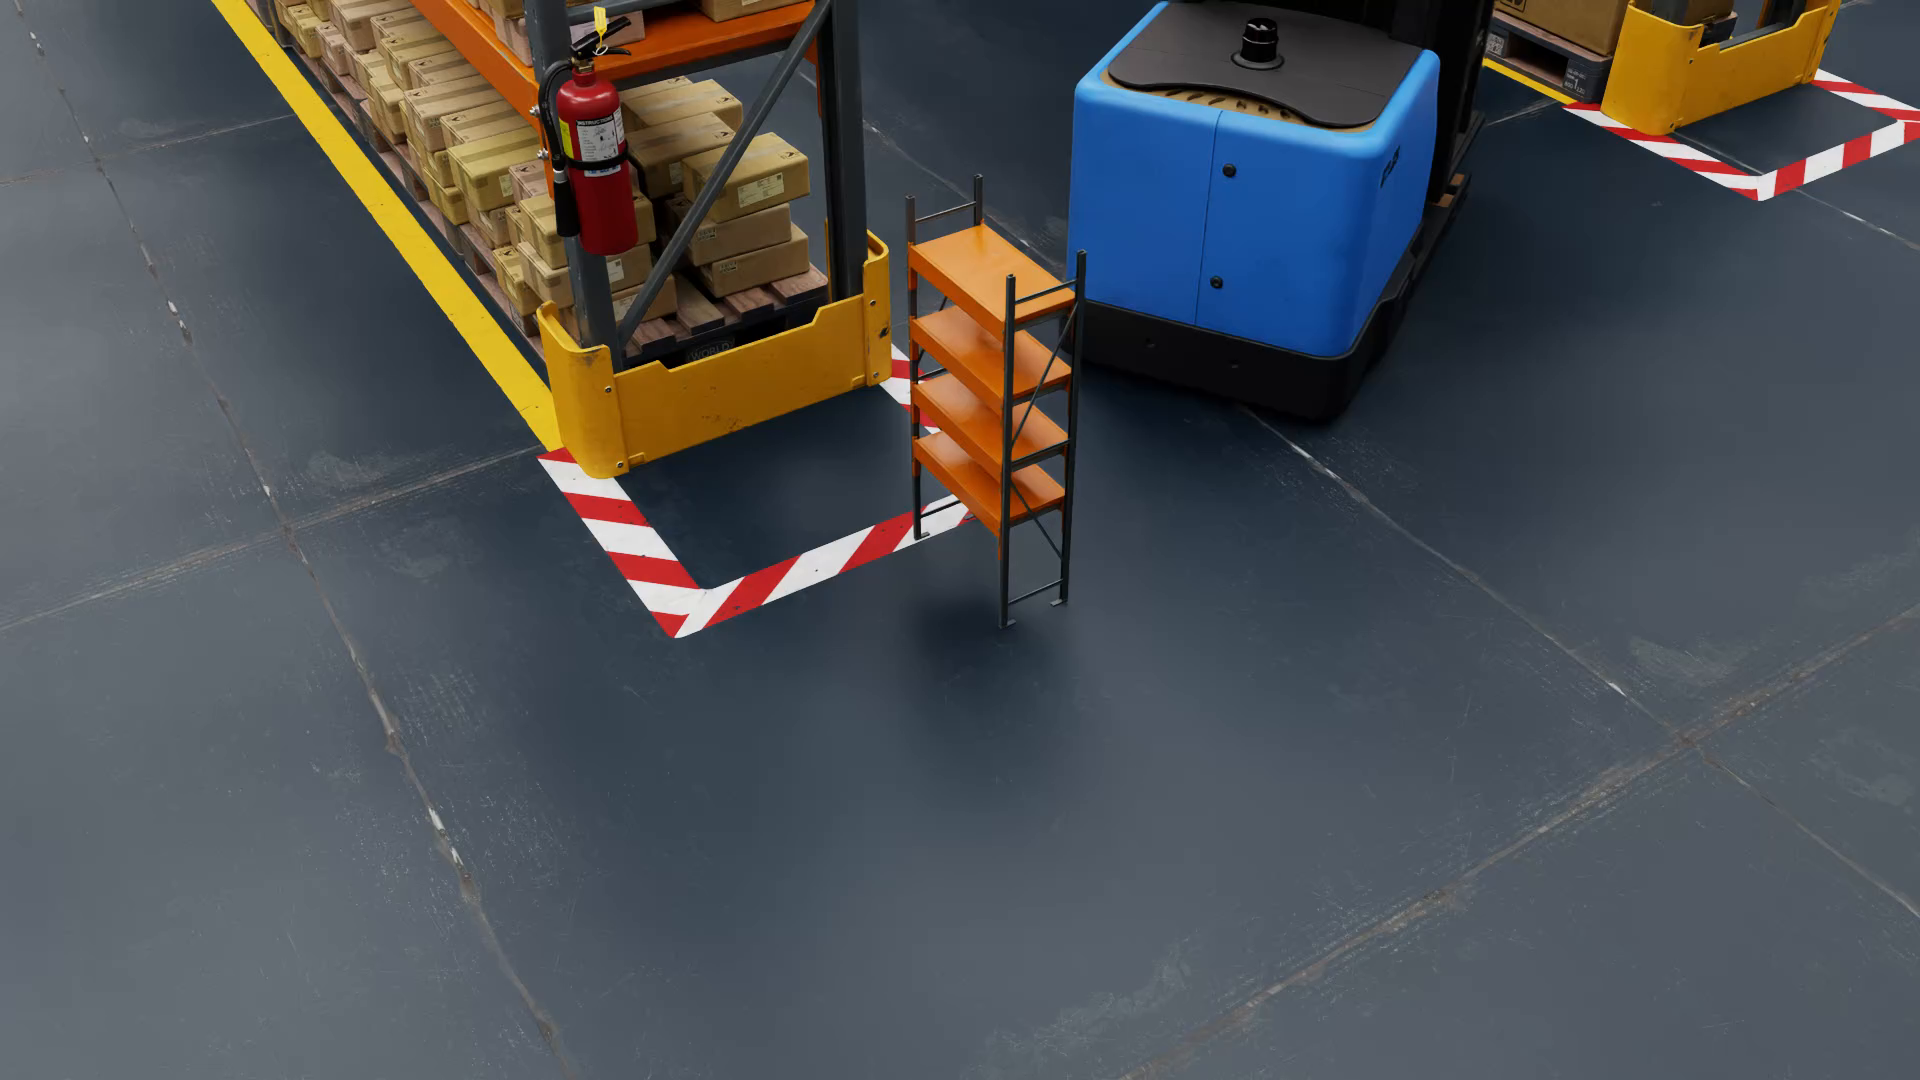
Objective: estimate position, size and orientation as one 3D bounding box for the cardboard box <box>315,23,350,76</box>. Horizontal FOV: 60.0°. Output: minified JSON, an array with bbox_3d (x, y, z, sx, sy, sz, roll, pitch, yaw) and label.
[{"bbox_3d":[-2.668,-2.247,7.503,0.380,0.149,0.250,-22,45,-25],"label":"cardboard box"}]

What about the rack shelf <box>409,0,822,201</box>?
[{"bbox_3d":[-1.838,-2.393,6.340,1.077,0.370,4.000,-22,45,-24],"label":"rack shelf"}]

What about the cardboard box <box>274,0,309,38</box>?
[{"bbox_3d":[-2.988,-2.507,7.815,0.380,0.149,0.250,-24,46,-26],"label":"cardboard box"}]

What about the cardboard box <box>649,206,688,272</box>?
[{"bbox_3d":[-0.984,-1.162,6.200,0.380,0.149,0.250,-22,45,-25],"label":"cardboard box"}]

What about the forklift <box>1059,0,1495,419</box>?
[{"bbox_3d":[1.453,-2.476,5.932,1.130,2.935,3.031,17,43,20],"label":"forklift"}]

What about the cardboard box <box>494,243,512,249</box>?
[{"bbox_3d":[-1.514,-1.144,6.179,0.380,0.149,0.250,-22,45,-25],"label":"cardboard box"}]

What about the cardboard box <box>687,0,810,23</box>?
[{"bbox_3d":[-0.660,-1.781,5.240,0.380,0.149,0.250,-23,45,-25],"label":"cardboard box"}]

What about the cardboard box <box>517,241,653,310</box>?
[{"bbox_3d":[-1.287,-0.956,5.721,0.380,0.149,0.250,-23,45,-25],"label":"cardboard box"}]

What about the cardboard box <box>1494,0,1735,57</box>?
[{"bbox_3d":[3.062,-2.905,7.725,0.875,0.875,0.875,-22,45,-24],"label":"cardboard box"}]

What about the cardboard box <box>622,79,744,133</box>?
[{"bbox_3d":[-1.035,-1.571,6.227,0.380,0.149,0.250,-22,45,-25],"label":"cardboard box"}]

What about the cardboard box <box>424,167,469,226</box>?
[{"bbox_3d":[-1.848,-1.389,6.473,0.380,0.149,0.250,-24,46,-26],"label":"cardboard box"}]

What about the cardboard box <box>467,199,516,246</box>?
[{"bbox_3d":[-1.568,-1.236,6.057,0.380,0.149,0.250,-24,45,-26],"label":"cardboard box"}]

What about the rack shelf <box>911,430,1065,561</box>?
[{"bbox_3d":[0.089,-0.167,4.929,0.258,0.148,0.480,-22,45,-24],"label":"rack shelf"}]

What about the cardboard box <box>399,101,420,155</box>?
[{"bbox_3d":[-1.979,-1.656,6.561,0.380,0.149,0.250,-20,44,-22],"label":"cardboard box"}]

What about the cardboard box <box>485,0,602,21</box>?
[{"bbox_3d":[-1.221,-1.896,4.872,0.500,0.500,0.500,-21,44,-24],"label":"cardboard box"}]

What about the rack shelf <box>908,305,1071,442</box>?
[{"bbox_3d":[0.089,-0.492,4.658,0.258,0.148,0.480,-22,45,-24],"label":"rack shelf"}]

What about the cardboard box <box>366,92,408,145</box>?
[{"bbox_3d":[-2.256,-1.821,6.991,0.380,0.149,0.250,-23,45,-26],"label":"cardboard box"}]

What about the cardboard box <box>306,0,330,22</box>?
[{"bbox_3d":[-2.776,-2.517,7.594,0.380,0.149,0.250,-22,45,-24],"label":"cardboard box"}]

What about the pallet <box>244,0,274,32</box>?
[{"bbox_3d":[-3.333,-3.097,8.802,1.003,0.211,1.213,-22,45,-24],"label":"pallet"}]

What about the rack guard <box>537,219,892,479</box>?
[{"bbox_3d":[-0.803,-0.670,5.664,1.175,0.500,0.348,-22,45,-24],"label":"rack guard"}]

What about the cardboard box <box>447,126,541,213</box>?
[{"bbox_3d":[-1.594,-1.334,5.942,0.380,0.149,0.250,-23,45,-25],"label":"cardboard box"}]

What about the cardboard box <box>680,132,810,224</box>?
[{"bbox_3d":[-0.758,-1.284,5.882,0.380,0.149,0.250,-24,46,-26],"label":"cardboard box"}]

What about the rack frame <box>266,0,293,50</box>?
[{"bbox_3d":[-2.913,-3.748,7.405,1.000,3.000,0.127,-22,45,-24],"label":"rack frame"}]

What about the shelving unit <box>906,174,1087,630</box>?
[{"bbox_3d":[0.089,-0.372,4.759,0.258,1.200,0.503,-22,45,-24],"label":"shelving unit"}]

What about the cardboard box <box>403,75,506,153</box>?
[{"bbox_3d":[-1.871,-1.621,6.287,0.380,0.149,0.250,-21,44,-23],"label":"cardboard box"}]

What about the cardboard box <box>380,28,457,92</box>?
[{"bbox_3d":[-2.084,-1.934,6.661,0.380,0.149,0.250,-22,45,-24],"label":"cardboard box"}]

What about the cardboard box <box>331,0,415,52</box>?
[{"bbox_3d":[-2.400,-2.199,6.980,0.380,0.149,0.250,-21,44,-24],"label":"cardboard box"}]

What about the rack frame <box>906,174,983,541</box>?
[{"bbox_3d":[-0.042,-0.503,4.917,0.240,1.200,0.015,-22,45,-24],"label":"rack frame"}]

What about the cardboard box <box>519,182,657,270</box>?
[{"bbox_3d":[-1.261,-1.083,5.640,0.380,0.149,0.250,-22,44,-24],"label":"cardboard box"}]

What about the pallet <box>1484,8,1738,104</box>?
[{"bbox_3d":[2.978,-2.576,8.176,1.003,0.211,1.213,-22,45,-24],"label":"pallet"}]

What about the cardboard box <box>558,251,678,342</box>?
[{"bbox_3d":[-1.221,-0.868,5.847,0.380,0.149,0.250,-21,44,-24],"label":"cardboard box"}]

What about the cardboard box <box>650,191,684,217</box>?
[{"bbox_3d":[-0.927,-1.308,6.143,0.380,0.149,0.250,-22,45,-25],"label":"cardboard box"}]

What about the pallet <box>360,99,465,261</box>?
[{"bbox_3d":[-1.862,-1.668,7.086,1.003,0.211,1.213,-22,45,-24],"label":"pallet"}]

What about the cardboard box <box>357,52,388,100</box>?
[{"bbox_3d":[-2.262,-1.937,6.898,0.380,0.149,0.250,-23,45,-25],"label":"cardboard box"}]

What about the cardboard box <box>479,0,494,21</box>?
[{"bbox_3d":[-1.278,-1.719,5.166,0.380,0.149,0.250,-22,45,-24],"label":"cardboard box"}]
